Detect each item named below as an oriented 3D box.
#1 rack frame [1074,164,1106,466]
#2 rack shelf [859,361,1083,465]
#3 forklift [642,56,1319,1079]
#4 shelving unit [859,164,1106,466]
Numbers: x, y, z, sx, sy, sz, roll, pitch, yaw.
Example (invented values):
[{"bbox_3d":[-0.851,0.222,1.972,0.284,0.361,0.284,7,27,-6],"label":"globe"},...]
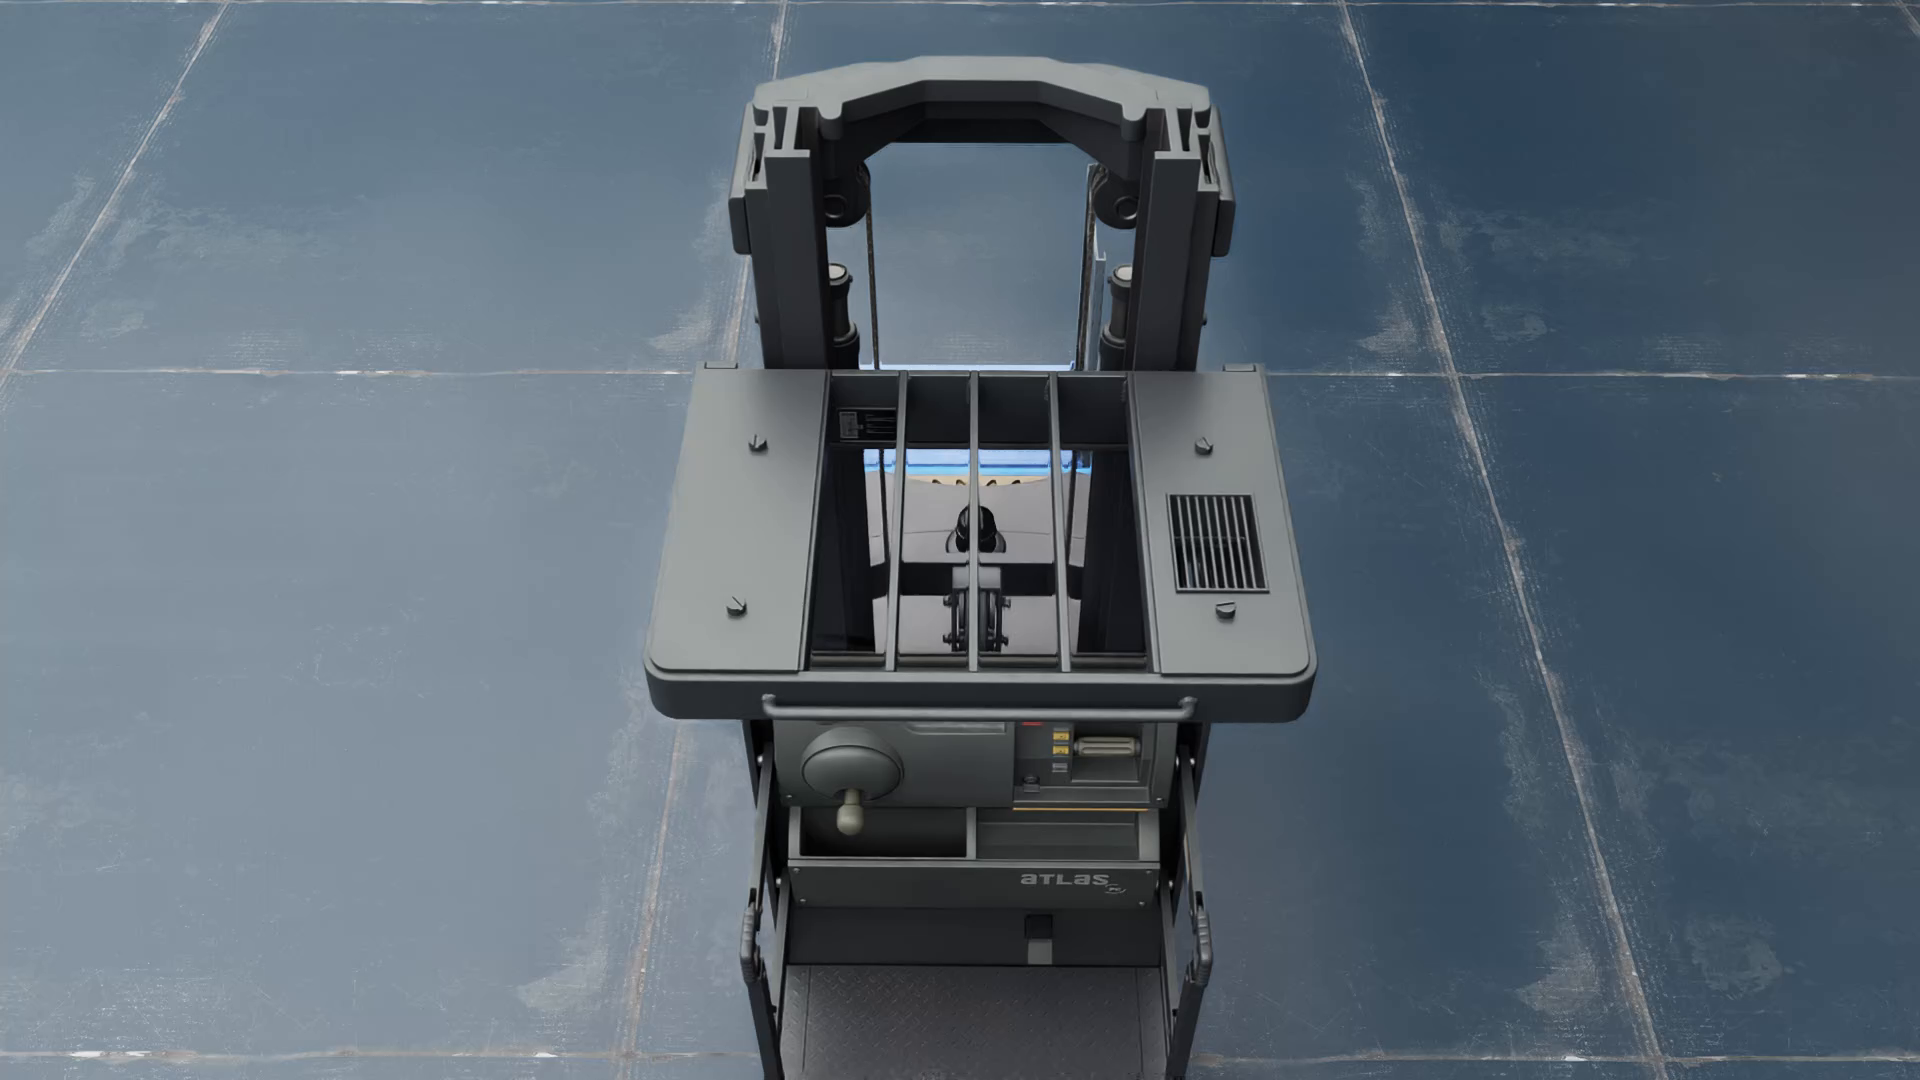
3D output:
[{"bbox_3d":[0.423,-0.510,5.700,0.032,1.500,0.500,0,47,0],"label":"rack frame"},{"bbox_3d":[-0.085,-0.389,5.833,1.000,0.185,0.538,0,47,0],"label":"rack shelf"},{"bbox_3d":[0.036,0.585,3.703,1.130,2.935,3.031,0,47,0],"label":"forklift"},{"bbox_3d":[-0.085,-0.511,5.701,1.048,1.500,0.538,0,47,0],"label":"shelving unit"}]
